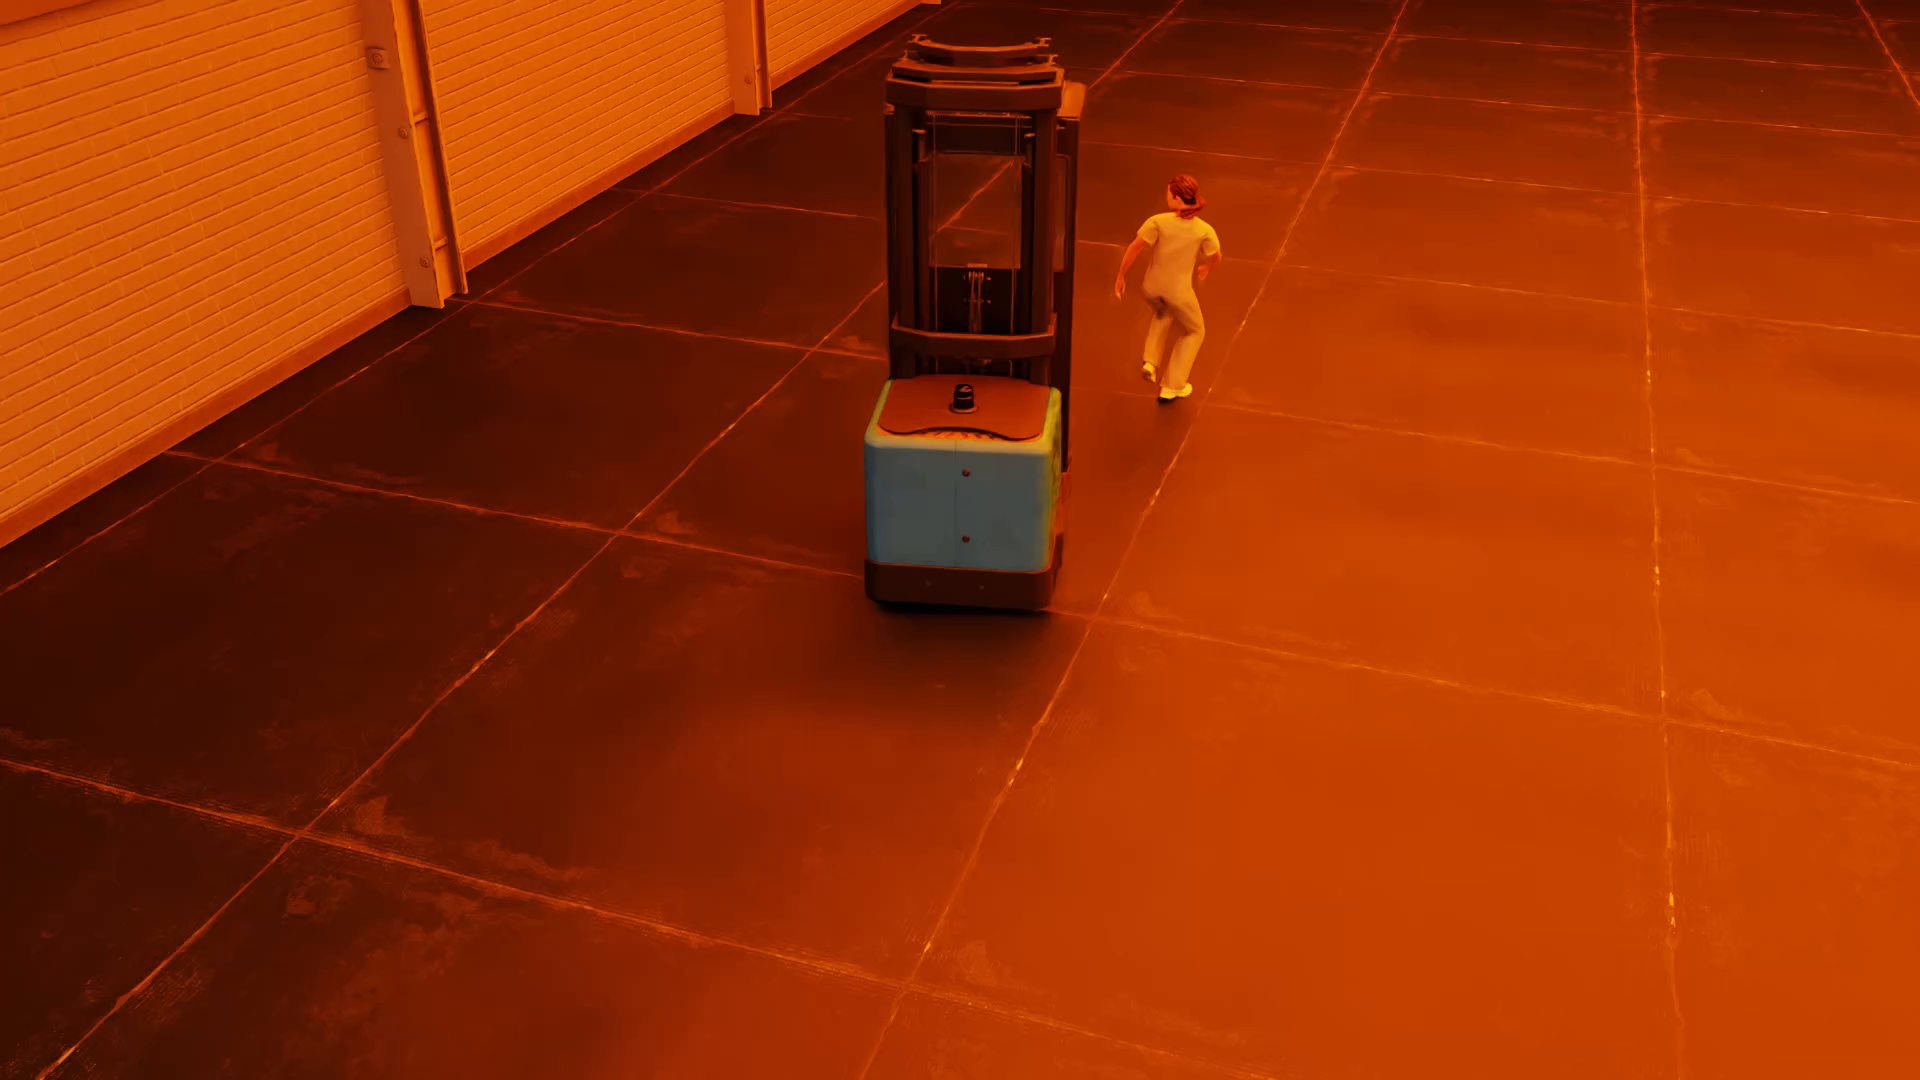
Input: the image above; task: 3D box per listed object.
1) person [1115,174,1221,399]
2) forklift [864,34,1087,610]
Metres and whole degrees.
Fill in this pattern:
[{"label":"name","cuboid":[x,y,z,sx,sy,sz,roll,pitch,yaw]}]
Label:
[{"label":"person","cuboid":[1.471,-1.757,11.584,0.616,1.617,0.655,14,33,24]},{"label":"forklift","cuboid":[0.153,-1.590,9.925,1.130,2.935,3.031,3,30,6]}]
